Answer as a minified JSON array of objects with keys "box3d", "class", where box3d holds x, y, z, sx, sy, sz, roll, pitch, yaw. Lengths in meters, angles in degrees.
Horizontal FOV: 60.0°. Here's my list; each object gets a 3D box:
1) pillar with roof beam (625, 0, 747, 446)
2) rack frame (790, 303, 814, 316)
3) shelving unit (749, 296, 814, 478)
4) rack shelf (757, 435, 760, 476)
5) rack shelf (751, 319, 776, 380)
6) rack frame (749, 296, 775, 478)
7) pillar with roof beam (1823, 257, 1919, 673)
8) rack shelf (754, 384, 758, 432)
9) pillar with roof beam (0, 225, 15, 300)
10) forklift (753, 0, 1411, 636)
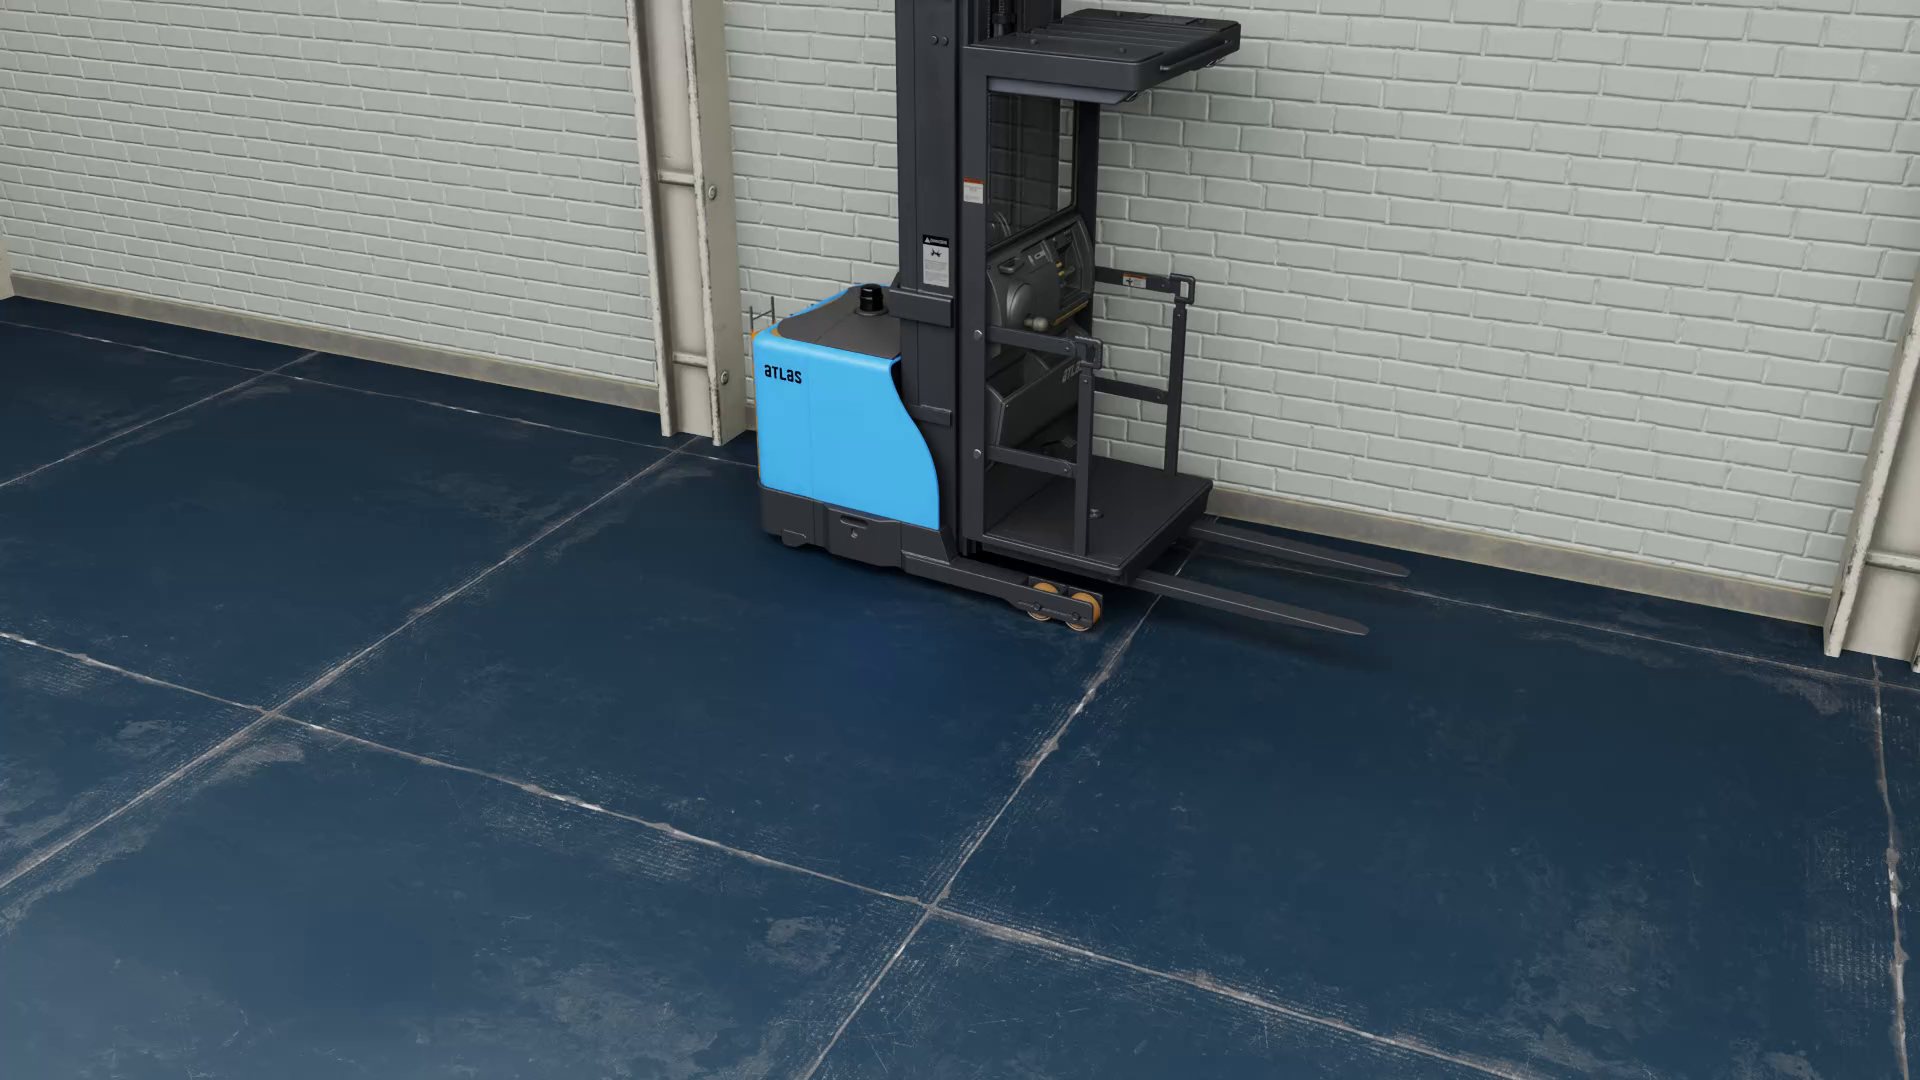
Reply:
[{"box3d":[-3.238,-2.930,4.013,0.400,9.000,9.100,11,28,22],"class":"pillar with roof beam"},{"box3d":[-0.778,-0.666,8.414,0.008,1.050,0.200,14,30,26],"class":"rack frame"},{"box3d":[-0.884,-0.693,8.469,0.252,1.050,0.215,14,30,26],"class":"shelving unit"},{"box3d":[-0.884,-0.434,8.596,0.240,0.259,0.215,14,30,26],"class":"rack shelf"},{"box3d":[-0.884,-0.938,8.348,0.240,0.259,0.215,14,30,26],"class":"rack shelf"},{"box3d":[-0.990,-0.720,8.523,0.008,1.050,0.200,14,30,26],"class":"rack frame"},{"box3d":[2.224,-1.833,1.784,0.400,9.000,9.100,11,28,22],"class":"pillar with roof beam"},{"box3d":[-0.884,-0.683,8.473,0.240,0.259,0.215,14,30,26],"class":"rack shelf"},{"box3d":[-8.700,-4.027,6.241,0.400,9.000,9.100,11,28,22],"class":"pillar with roof beam"},{"box3d":[0.546,-1.177,7.323,3.031,2.935,1.130,14,30,26],"class":"forklift"}]
